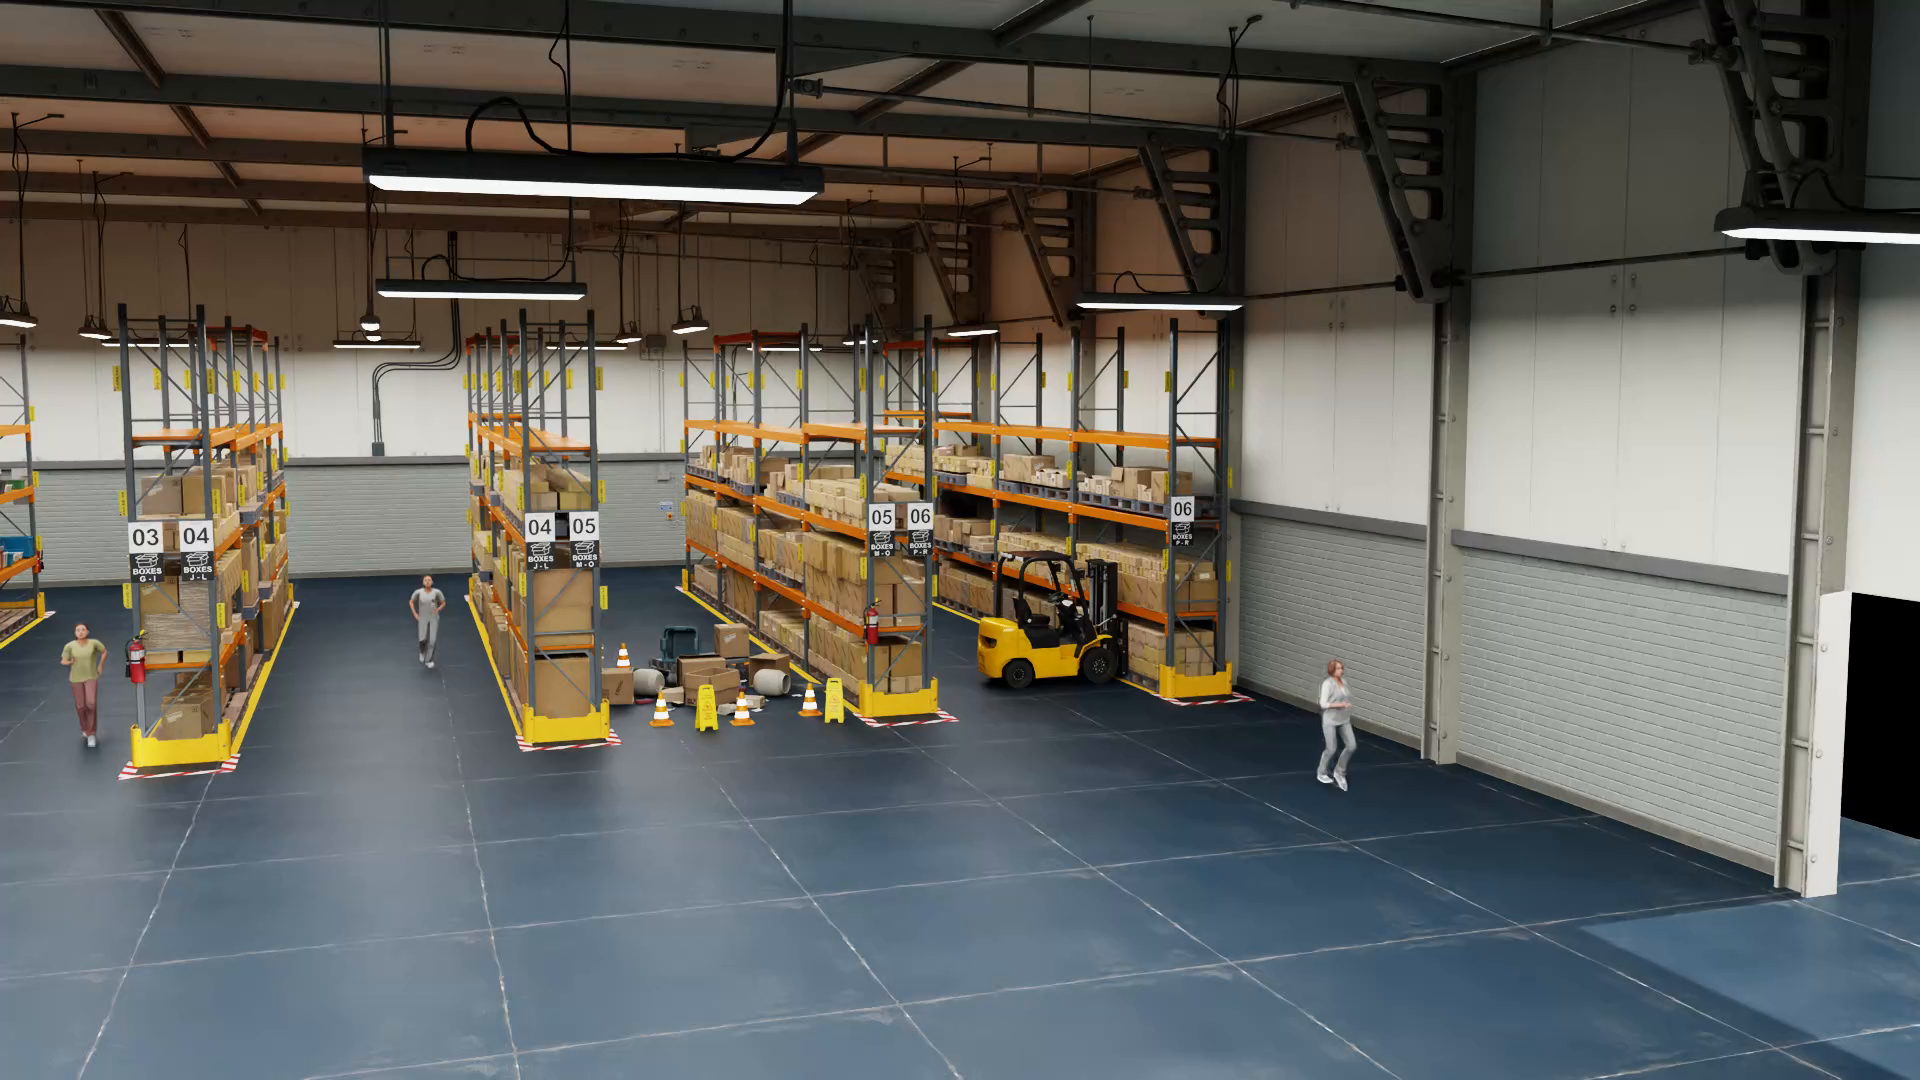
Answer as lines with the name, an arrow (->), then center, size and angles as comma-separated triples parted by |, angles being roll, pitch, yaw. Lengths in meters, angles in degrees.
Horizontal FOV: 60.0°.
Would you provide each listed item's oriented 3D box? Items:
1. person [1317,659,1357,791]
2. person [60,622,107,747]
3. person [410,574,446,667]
person -> 4.642, 2.275, 20.438 | 0.514, 1.618, 0.640 | -3, 6, -25
person -> -12.144, 1.993, 23.069 | 0.559, 1.701, 0.698 | -2, 6, -21
person -> -9.328, 1.419, 29.187 | 0.609, 1.638, 0.527 | -2, 6, -19
